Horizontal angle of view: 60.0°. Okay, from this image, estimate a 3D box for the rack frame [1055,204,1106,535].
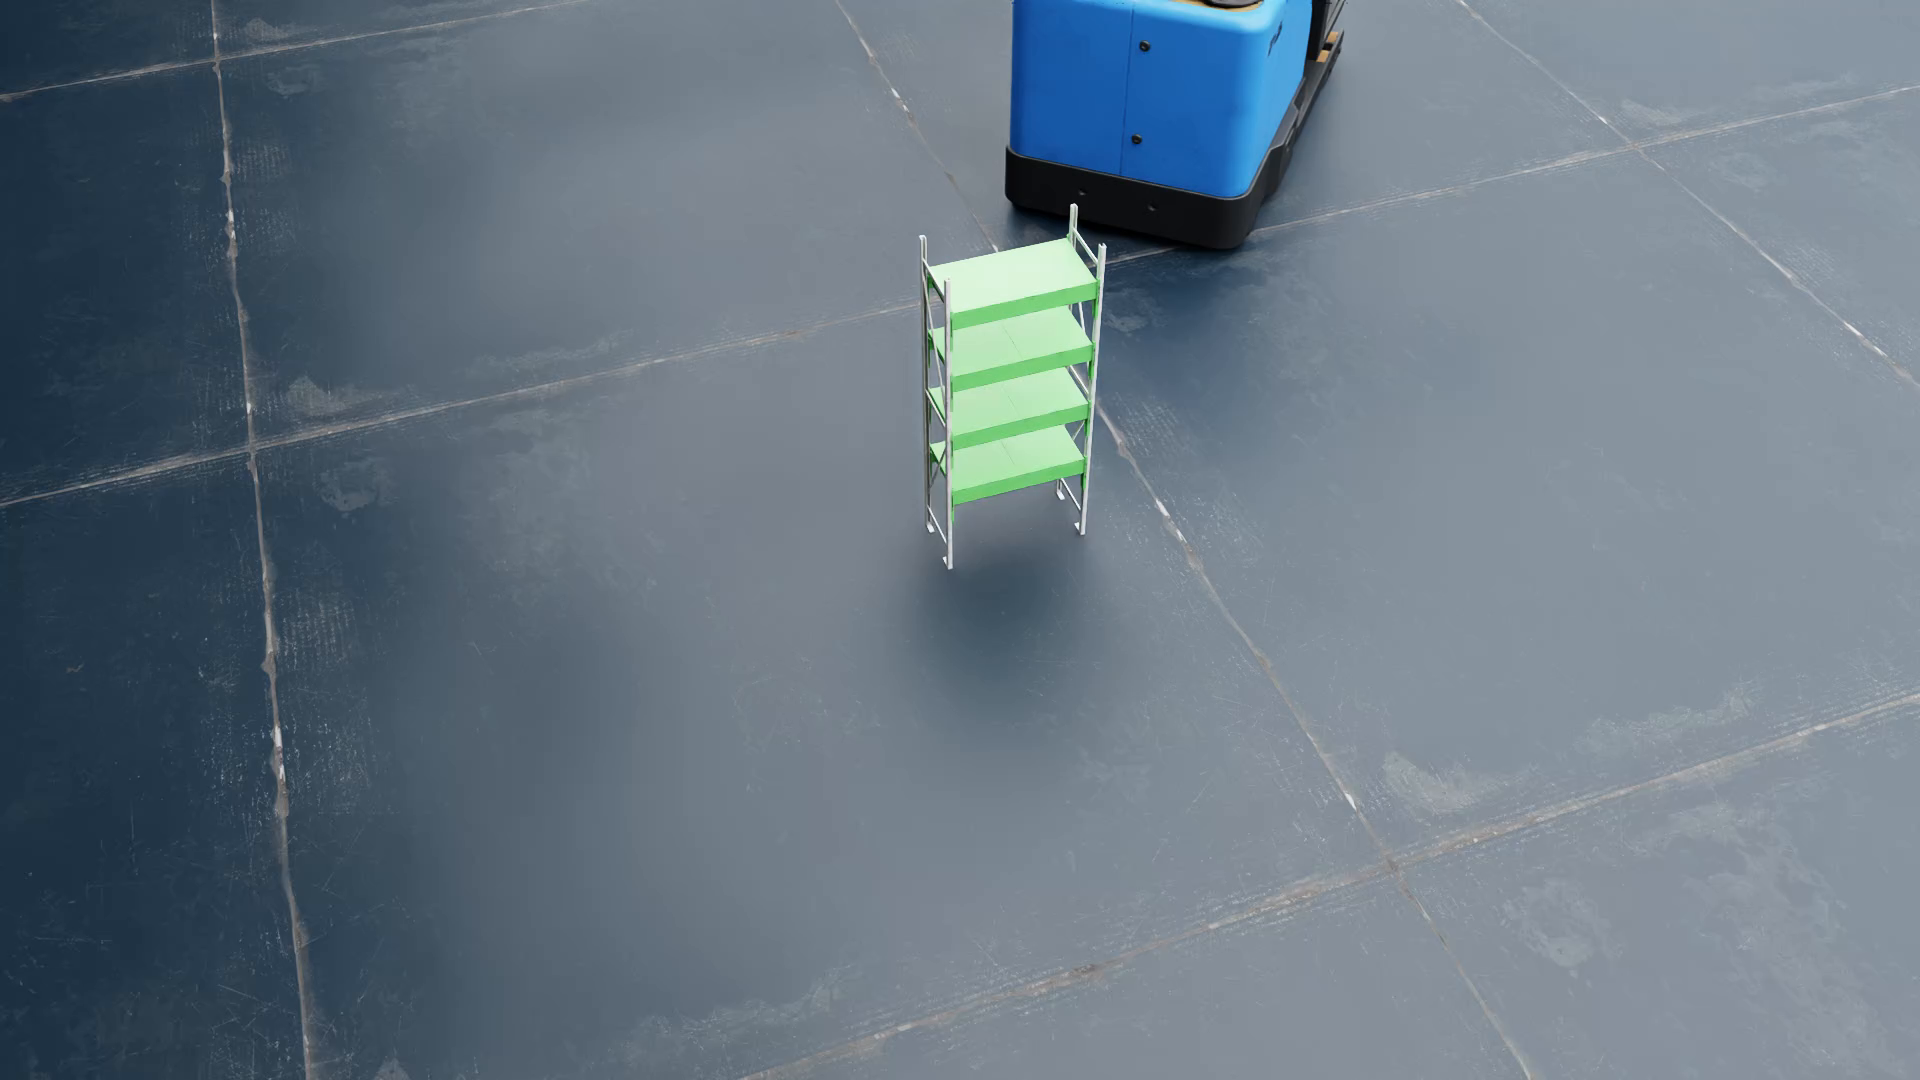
[{"bbox_3d":[0.385,-0.522,5.423,0.015,1.200,0.240,-14,47,-14],"label":"rack frame"}]

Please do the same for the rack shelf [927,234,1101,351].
[{"bbox_3d":[0.156,-0.757,5.070,0.480,0.148,0.258,-14,47,-14],"label":"rack shelf"}]

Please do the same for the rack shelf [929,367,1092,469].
[{"bbox_3d":[0.156,-0.418,5.410,0.480,0.148,0.258,-14,47,-14],"label":"rack shelf"}]

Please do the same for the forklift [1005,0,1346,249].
[{"bbox_3d":[1.203,-3.291,6.961,1.130,2.935,3.031,16,47,15],"label":"forklift"}]

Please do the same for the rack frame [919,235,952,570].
[{"bbox_3d":[-0.074,-0.405,5.306,0.015,1.200,0.240,-14,47,-14],"label":"rack frame"}]

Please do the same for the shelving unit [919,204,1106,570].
[{"bbox_3d":[0.156,-0.463,5.365,0.503,1.200,0.258,-14,47,-14],"label":"shelving unit"}]

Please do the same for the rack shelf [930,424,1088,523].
[{"bbox_3d":[0.156,-0.249,5.580,0.480,0.148,0.258,-14,47,-14],"label":"rack shelf"}]

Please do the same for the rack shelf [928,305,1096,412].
[{"bbox_3d":[0.156,-0.588,5.240,0.480,0.148,0.258,-14,47,-14],"label":"rack shelf"}]
